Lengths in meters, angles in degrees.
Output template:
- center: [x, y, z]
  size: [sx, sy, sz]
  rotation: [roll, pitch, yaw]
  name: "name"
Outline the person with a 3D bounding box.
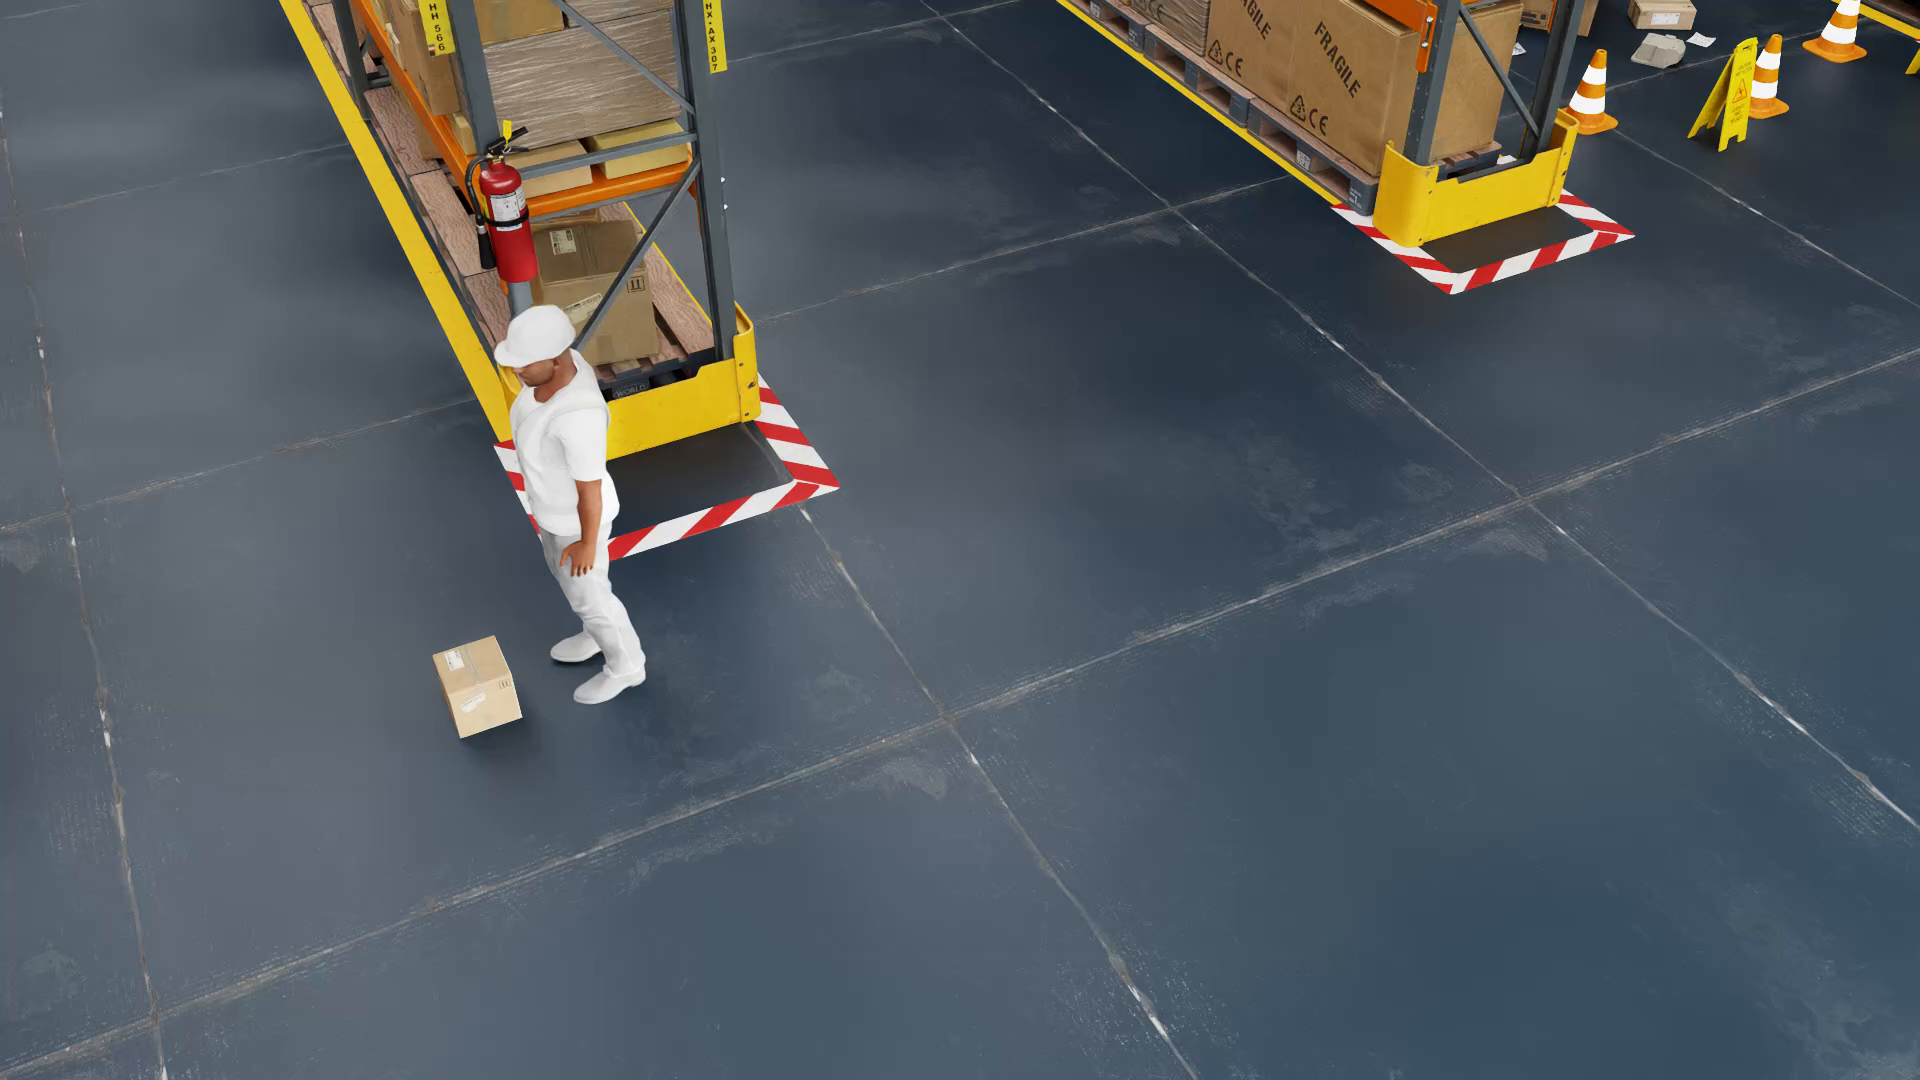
- center: [-1.463, -0.126, 6.292]
  size: [0.369, 1.766, 0.568]
  rotation: [-18, 44, -20]
  name: "person"
